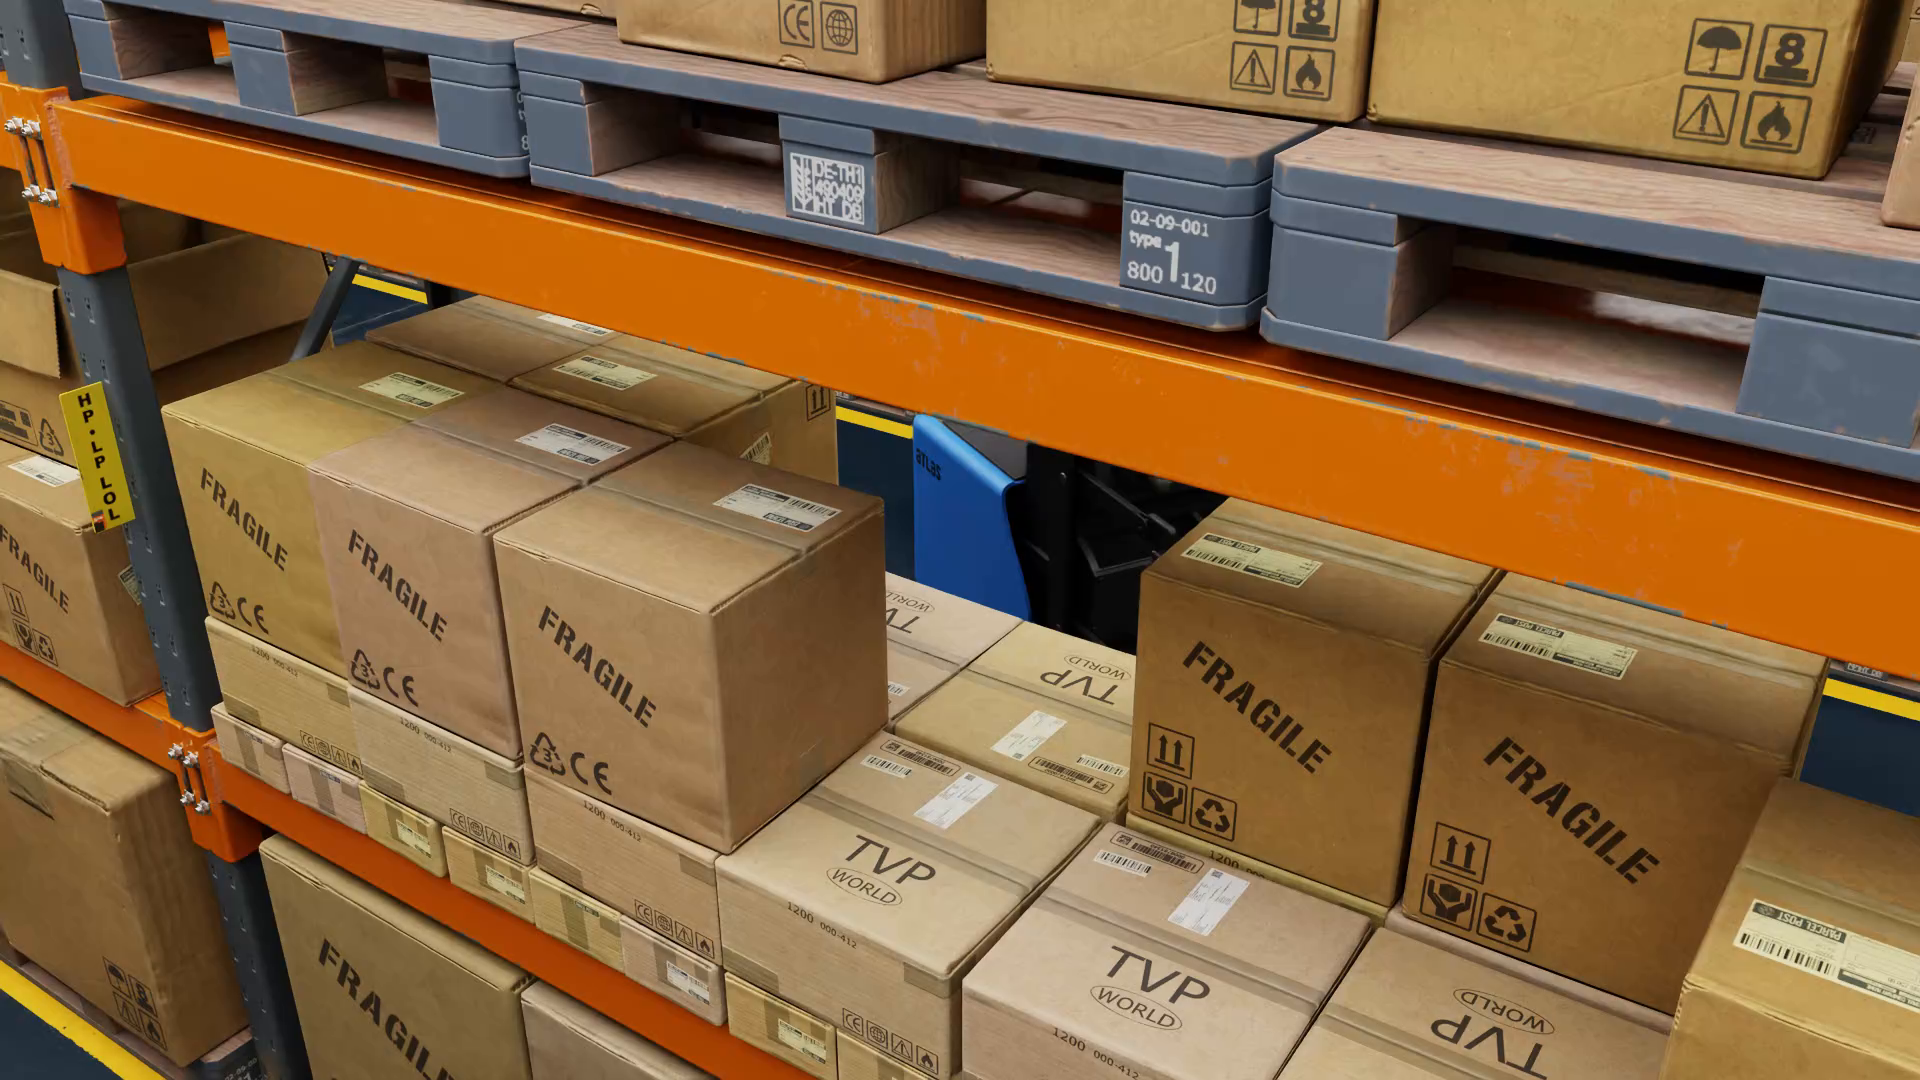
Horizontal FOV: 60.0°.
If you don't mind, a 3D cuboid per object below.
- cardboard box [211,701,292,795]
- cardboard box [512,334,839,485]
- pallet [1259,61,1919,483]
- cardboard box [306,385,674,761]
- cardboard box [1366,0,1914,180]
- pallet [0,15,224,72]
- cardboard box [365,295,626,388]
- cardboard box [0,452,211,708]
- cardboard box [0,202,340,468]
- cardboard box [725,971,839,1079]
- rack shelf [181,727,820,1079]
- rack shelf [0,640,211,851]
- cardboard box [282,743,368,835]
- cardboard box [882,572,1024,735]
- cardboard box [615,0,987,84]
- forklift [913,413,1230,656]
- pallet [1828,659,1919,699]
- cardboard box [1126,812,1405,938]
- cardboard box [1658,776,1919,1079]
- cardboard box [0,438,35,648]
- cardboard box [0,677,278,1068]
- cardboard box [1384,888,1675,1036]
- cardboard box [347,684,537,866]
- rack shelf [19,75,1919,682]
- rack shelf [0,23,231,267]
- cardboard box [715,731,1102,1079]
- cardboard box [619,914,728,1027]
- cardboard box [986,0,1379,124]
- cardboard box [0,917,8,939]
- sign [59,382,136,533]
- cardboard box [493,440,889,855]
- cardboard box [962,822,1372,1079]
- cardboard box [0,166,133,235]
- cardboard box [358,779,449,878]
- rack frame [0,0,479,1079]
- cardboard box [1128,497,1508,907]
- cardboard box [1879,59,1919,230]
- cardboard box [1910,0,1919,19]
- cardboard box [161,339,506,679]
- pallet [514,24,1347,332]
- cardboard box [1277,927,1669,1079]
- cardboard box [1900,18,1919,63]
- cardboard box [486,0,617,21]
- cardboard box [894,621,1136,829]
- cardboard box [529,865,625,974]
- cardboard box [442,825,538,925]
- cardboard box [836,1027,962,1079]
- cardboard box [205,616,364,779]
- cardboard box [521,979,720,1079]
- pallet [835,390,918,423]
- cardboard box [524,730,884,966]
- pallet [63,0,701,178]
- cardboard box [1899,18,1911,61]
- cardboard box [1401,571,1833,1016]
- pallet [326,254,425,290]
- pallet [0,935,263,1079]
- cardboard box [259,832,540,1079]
[{"bbox_3d":[-1.509,0.410,3.914,0.250,0.149,0.380,17,32,30],"label":"cardboard box"},{"bbox_3d":[-0.624,-0.154,3.756,0.500,0.500,0.500,18,32,31],"label":"cardboard box"},{"bbox_3d":[1.115,-0.359,1.939,1.213,0.211,1.003,17,32,30],"label":"pallet"},{"bbox_3d":[-0.913,0.046,3.363,0.500,0.500,0.500,17,32,30],"label":"cardboard box"},{"bbox_3d":[0.878,-0.791,2.007,0.500,0.500,0.700,16,31,29],"label":"cardboard box"},{"bbox_3d":[-2.348,-1.371,4.040,1.217,0.209,0.805,16,31,28],"label":"pallet"},{"bbox_3d":[-1.034,-0.284,4.012,0.500,0.500,0.500,18,32,32],"label":"cardboard box"},{"bbox_3d":[-2.105,0.035,4.263,0.500,0.500,0.500,17,32,30],"label":"cardboard box"},{"bbox_3d":[-2.096,-0.555,4.317,0.637,0.503,0.797,16,31,29],"label":"cardboard box"},{"bbox_3d":[-0.223,0.810,3.129,0.250,0.149,0.380,16,31,29],"label":"cardboard box"},{"bbox_3d":[0.084,0.932,3.405,4.000,0.370,1.077,17,32,30],"label":"rack shelf"},{"bbox_3d":[-3.213,-0.095,5.423,4.000,0.370,1.077,17,32,30],"label":"rack shelf"},{"bbox_3d":[-1.293,0.478,3.781,0.250,0.149,0.380,16,31,29],"label":"cardboard box"},{"bbox_3d":[-0.203,0.310,3.670,0.500,0.250,0.500,18,32,31],"label":"cardboard box"},{"bbox_3d":[-0.094,-1.010,2.436,0.500,0.500,0.700,19,33,32],"label":"cardboard box"},{"bbox_3d":[0.913,-0.355,5.216,1.130,2.935,3.031,-13,30,-23],"label":"forklift"},{"bbox_3d":[3.879,0.290,6.948,1.213,0.211,1.003,17,32,30],"label":"pallet"},{"bbox_3d":[0.645,0.574,3.153,0.500,0.250,0.500,16,31,29],"label":"cardboard box"},{"bbox_3d":[1.182,0.698,2.081,0.500,0.500,0.500,18,32,31],"label":"cardboard box"},{"bbox_3d":[-2.509,-0.094,4.518,0.500,0.500,0.500,18,32,32],"label":"cardboard box"},{"bbox_3d":[-2.103,0.701,4.945,0.875,0.875,1.225,17,32,30],"label":"cardboard box"},{"bbox_3d":[1.058,0.704,2.897,0.500,0.250,0.500,17,31,30],"label":"cardboard box"},{"bbox_3d":[-0.919,0.380,3.533,0.500,0.250,0.500,17,32,30],"label":"cardboard box"},{"bbox_3d":[0.084,-0.405,2.724,4.000,0.370,1.077,17,32,30],"label":"rack shelf"},{"bbox_3d":[-3.213,-1.432,4.743,4.000,0.370,1.077,17,32,30],"label":"rack shelf"},{"bbox_3d":[-0.086,0.641,3.021,0.500,0.250,0.500,17,32,30],"label":"cardboard box"},{"bbox_3d":[-0.440,0.743,3.260,0.250,0.149,0.380,18,32,31],"label":"cardboard box"},{"bbox_3d":[0.424,-0.906,2.232,0.500,0.500,0.700,15,31,27],"label":"cardboard box"},{"bbox_3d":[-2.841,0.472,5.396,0.875,0.875,1.225,16,31,29],"label":"cardboard box"},{"bbox_3d":[-1.864,-0.178,3.602,0.005,0.325,0.100,17,32,30],"label":"sign"},{"bbox_3d":[-0.481,0.178,3.104,0.500,0.500,0.500,16,31,29],"label":"cardboard box"},{"bbox_3d":[0.345,0.773,2.761,0.500,0.250,0.500,16,31,29],"label":"cardboard box"},{"bbox_3d":[-2.655,-0.735,4.671,0.637,0.503,0.797,18,32,31],"label":"cardboard box"},{"bbox_3d":[-1.075,0.545,3.649,0.250,0.149,0.380,18,32,32],"label":"cardboard box"},{"bbox_3d":[-1.565,0.098,4.251,0.127,3.000,1.000,17,32,30],"label":"rack frame"},{"bbox_3d":[0.647,0.242,2.979,0.500,0.500,0.500,16,31,29],"label":"cardboard box"},{"bbox_3d":[1.274,-0.602,1.634,0.500,0.500,0.700,15,31,27],"label":"cardboard box"},{"bbox_3d":[5.975,-3.340,9.793,0.500,0.500,0.500,18,32,32],"label":"cardboard box"},{"bbox_3d":[-1.315,-0.084,3.618,0.500,0.500,0.500,17,32,30],"label":"cardboard box"},{"bbox_3d":[0.105,-0.672,2.554,1.213,0.211,1.003,17,32,30],"label":"pallet"},{"bbox_3d":[0.765,0.904,2.505,0.500,0.250,0.500,17,31,29],"label":"cardboard box"},{"bbox_3d":[5.983,-2.898,10.026,0.500,0.500,0.500,18,32,31],"label":"cardboard box"},{"bbox_3d":[-0.445,-1.197,2.804,0.500,0.500,0.700,19,33,33],"label":"cardboard box"},{"bbox_3d":[0.212,0.442,3.412,0.500,0.250,0.500,17,31,29],"label":"cardboard box"},{"bbox_3d":[-0.646,0.677,3.389,0.250,0.149,0.380,17,31,30],"label":"cardboard box"},{"bbox_3d":[-0.857,0.612,3.517,0.250,0.149,0.380,16,31,29],"label":"cardboard box"},{"bbox_3d":[-0.007,0.876,2.998,0.250,0.149,0.380,18,32,31],"label":"cardboard box"},{"bbox_3d":[-1.326,0.251,3.788,0.500,0.250,0.500,17,31,29],"label":"cardboard box"},{"bbox_3d":[-0.324,1.288,3.791,0.875,0.875,0.875,17,32,30],"label":"cardboard box"},{"bbox_3d":[-0.383,-1.038,9.557,1.213,0.211,1.003,17,32,30],"label":"pallet"},{"bbox_3d":[-0.488,0.511,3.276,0.500,0.250,0.500,18,32,32],"label":"cardboard box"},{"bbox_3d":[-0.896,-0.985,3.170,1.213,0.211,1.003,17,32,30],"label":"pallet"},{"bbox_3d":[5.568,-3.027,10.280,0.500,0.500,0.500,17,31,30],"label":"cardboard box"},{"bbox_3d":[1.078,0.372,2.722,0.500,0.500,0.500,16,31,29],"label":"cardboard box"},{"bbox_3d":[-3.676,-2.065,11.576,1.213,0.211,1.003,17,32,30],"label":"pallet"},{"bbox_3d":[-2.243,1.171,5.217,1.213,0.211,1.003,17,32,30],"label":"pallet"},{"bbox_3d":[-1.066,1.057,4.245,0.875,0.875,0.875,17,32,30],"label":"cardboard box"}]
